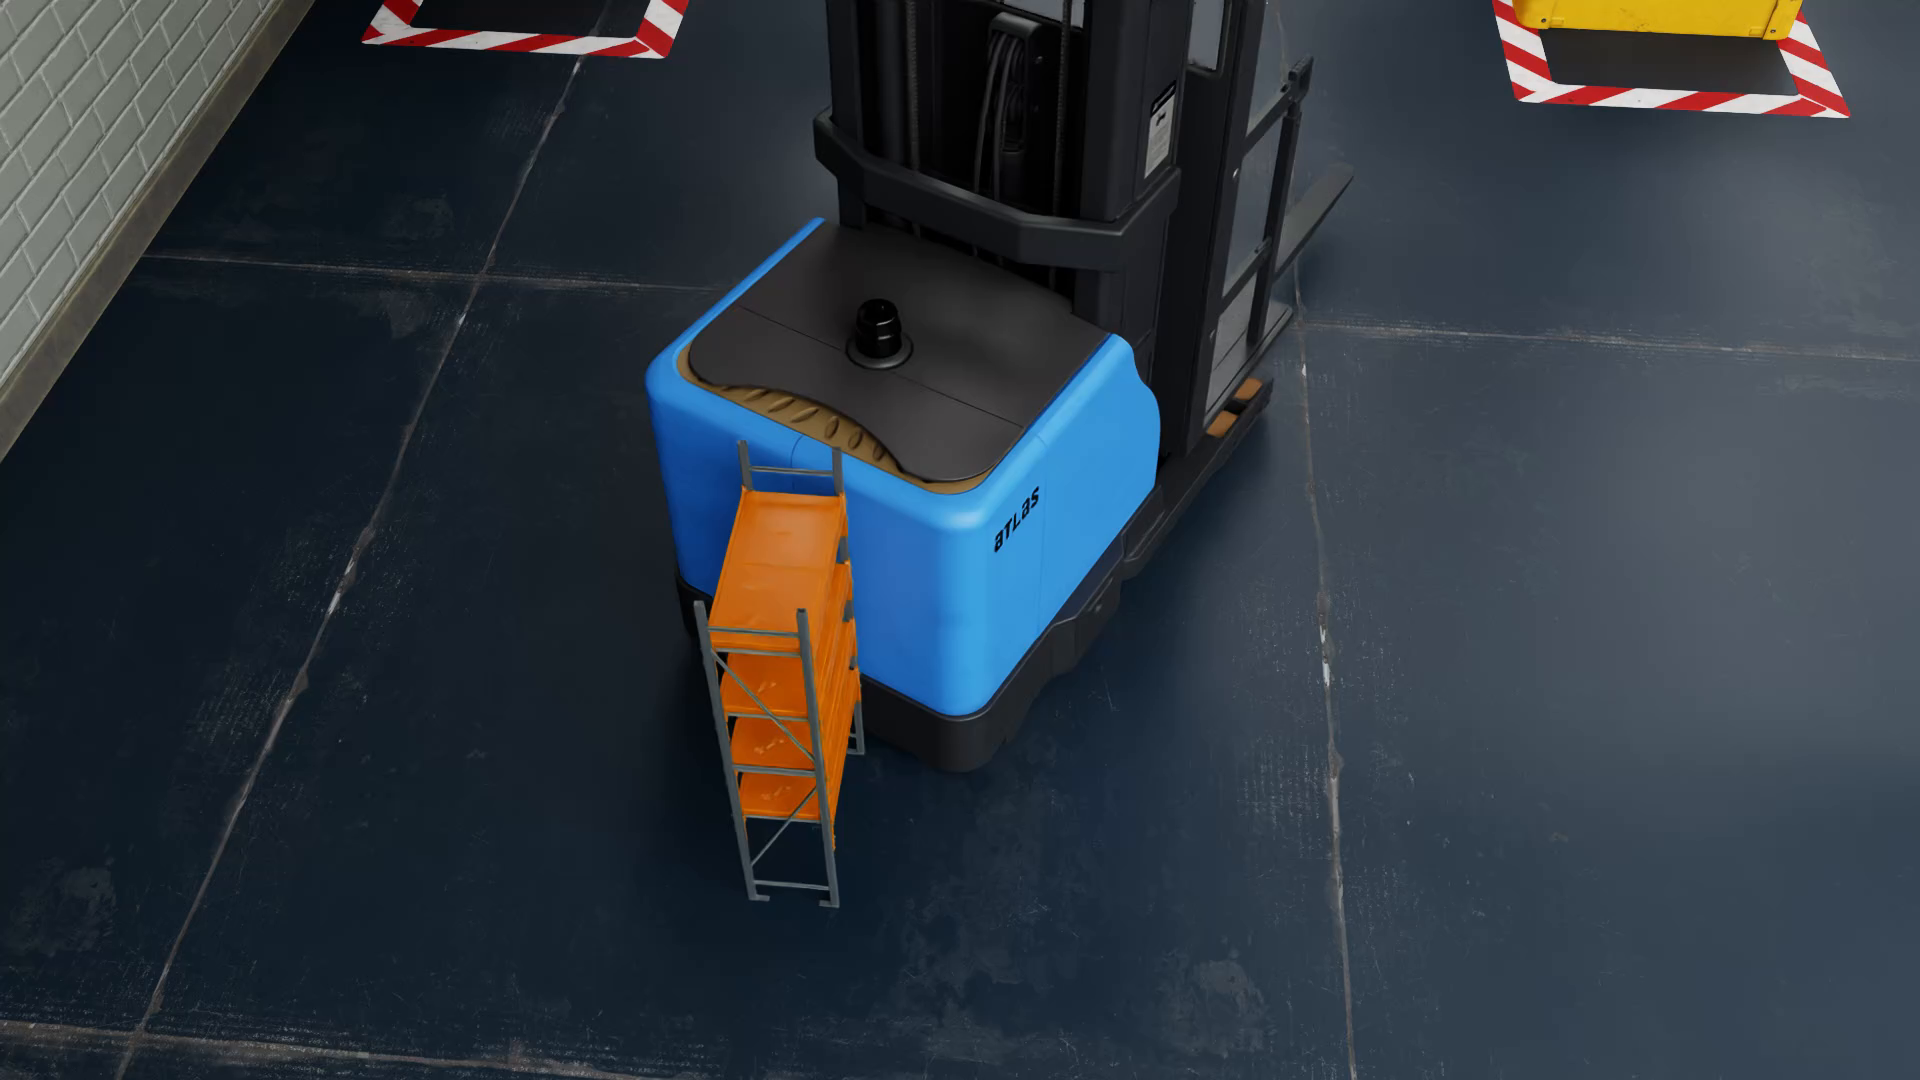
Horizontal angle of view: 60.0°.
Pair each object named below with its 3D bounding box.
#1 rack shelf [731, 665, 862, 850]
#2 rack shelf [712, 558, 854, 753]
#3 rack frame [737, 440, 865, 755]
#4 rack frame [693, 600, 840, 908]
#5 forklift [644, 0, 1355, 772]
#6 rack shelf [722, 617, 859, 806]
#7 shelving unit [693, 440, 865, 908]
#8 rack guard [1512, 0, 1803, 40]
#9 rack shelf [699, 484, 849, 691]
[{"bbox_3d":[-0.414,0.547,4.296,0.258,0.148,0.480,4,48,4],"label":"rack shelf"},{"bbox_3d":[-0.416,0.262,3.985,0.258,0.148,0.480,4,48,4],"label":"rack shelf"},{"bbox_3d":[-0.391,0.188,4.264,0.240,1.200,0.015,4,48,4],"label":"rack frame"},{"bbox_3d":[-0.439,0.546,3.936,0.240,1.200,0.015,4,48,4],"label":"rack frame"},{"bbox_3d":[0.390,-1.424,4.566,1.130,2.935,3.031,25,52,21],"label":"forklift"},{"bbox_3d":[-0.415,0.413,4.149,0.258,0.148,0.480,4,48,4],"label":"rack shelf"},{"bbox_3d":[-0.415,0.367,4.100,0.258,1.200,0.503,4,48,4],"label":"shelving unit"},{"bbox_3d":[3.056,-2.508,7.205,1.175,0.500,0.348,4,48,4],"label":"rack guard"},{"bbox_3d":[-0.417,0.102,3.810,0.258,0.148,0.480,4,48,4],"label":"rack shelf"}]
